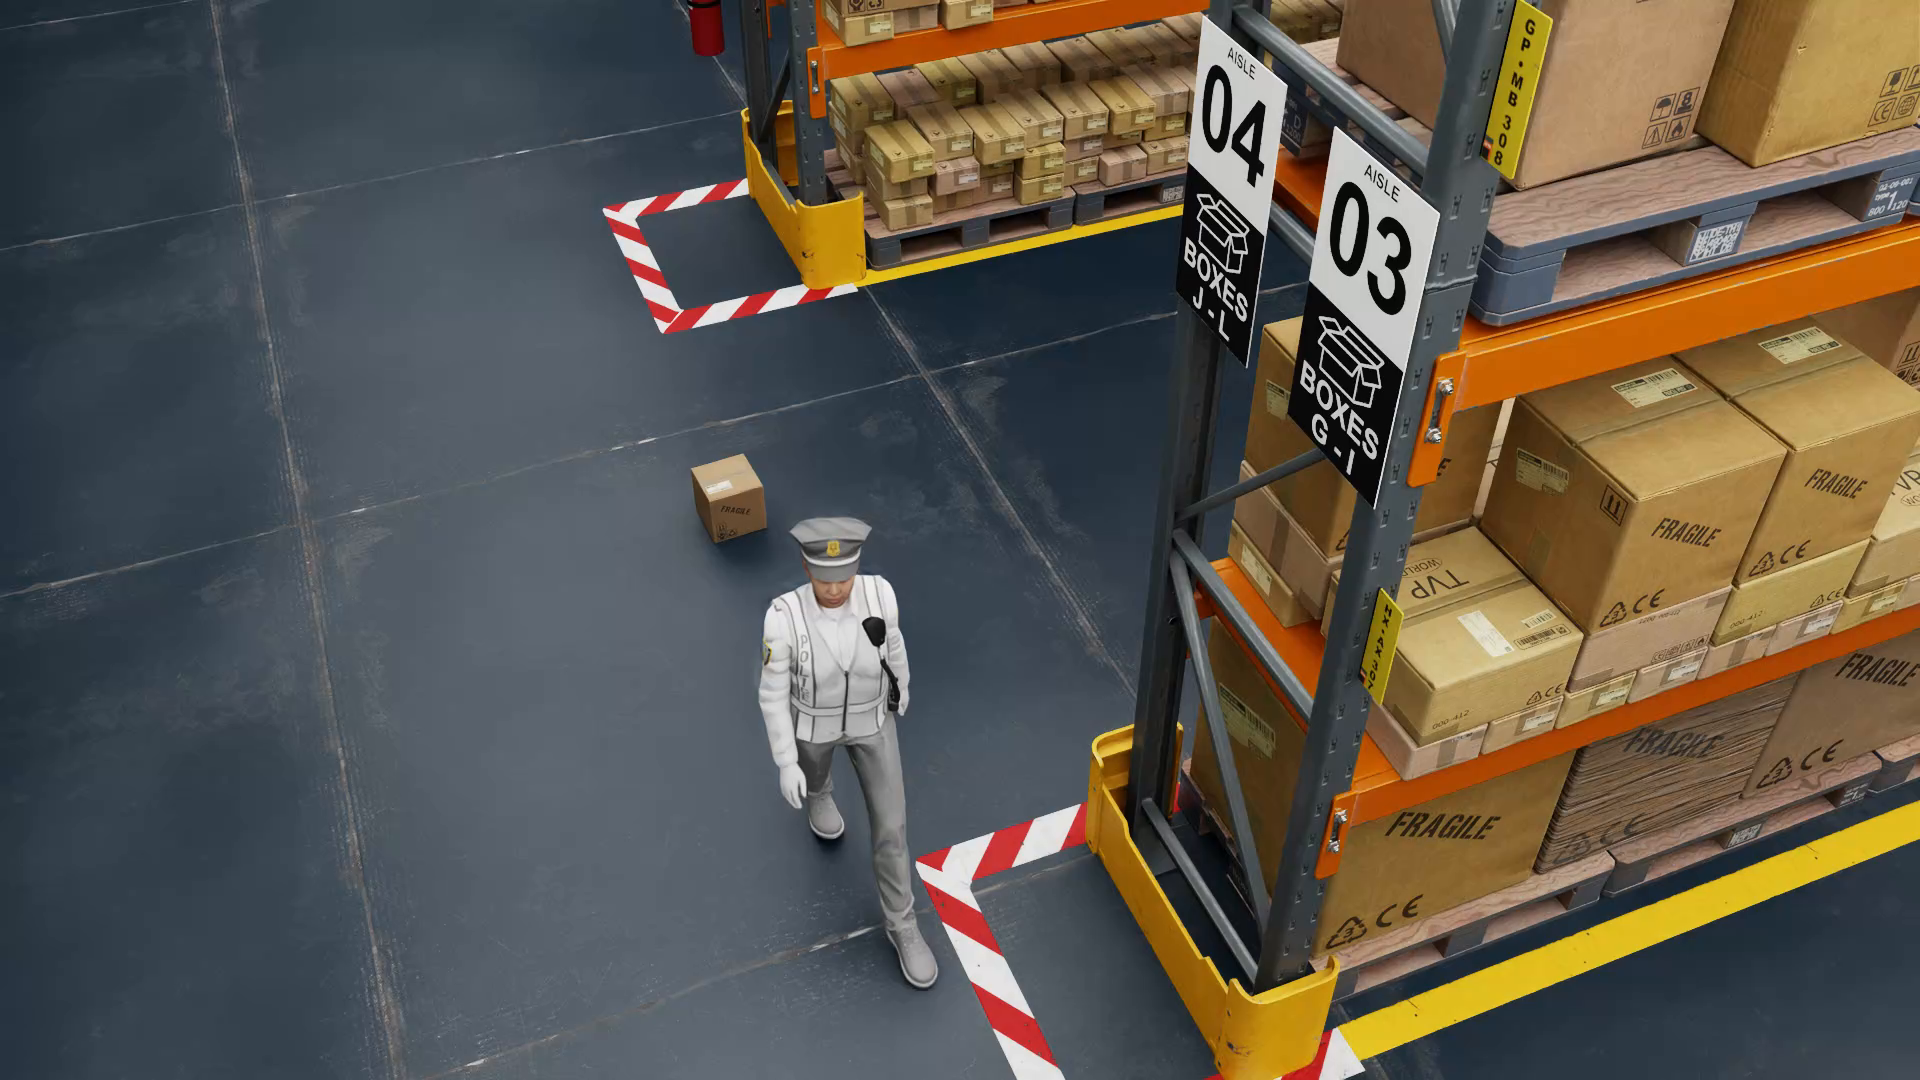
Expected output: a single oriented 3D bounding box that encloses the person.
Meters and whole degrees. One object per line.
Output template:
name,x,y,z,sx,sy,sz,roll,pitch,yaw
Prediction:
person,-0.378,0.630,5.417,0.521,1.636,0.973,-8,43,-9
